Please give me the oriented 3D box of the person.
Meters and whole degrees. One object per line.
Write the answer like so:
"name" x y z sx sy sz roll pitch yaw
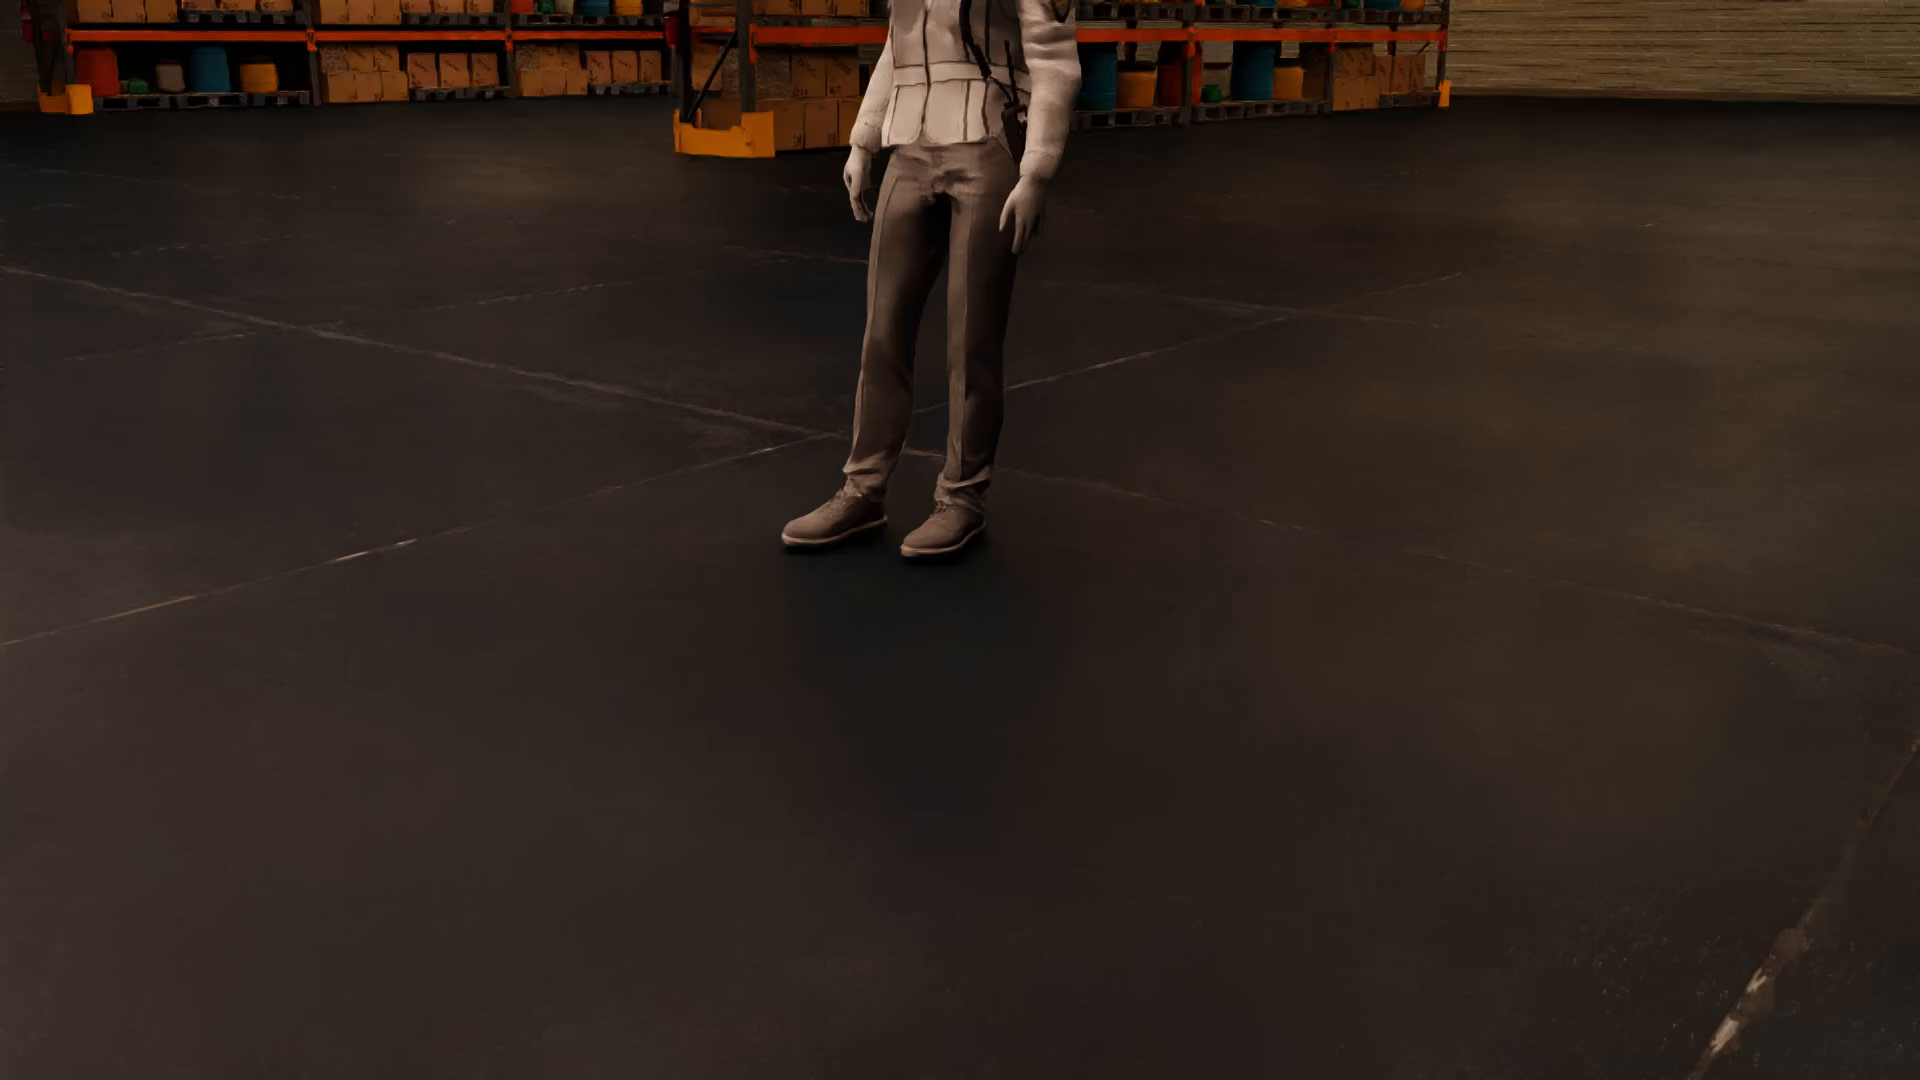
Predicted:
"person" -0.049 -0.804 3.648 0.586 1.695 0.533 13 21 37
